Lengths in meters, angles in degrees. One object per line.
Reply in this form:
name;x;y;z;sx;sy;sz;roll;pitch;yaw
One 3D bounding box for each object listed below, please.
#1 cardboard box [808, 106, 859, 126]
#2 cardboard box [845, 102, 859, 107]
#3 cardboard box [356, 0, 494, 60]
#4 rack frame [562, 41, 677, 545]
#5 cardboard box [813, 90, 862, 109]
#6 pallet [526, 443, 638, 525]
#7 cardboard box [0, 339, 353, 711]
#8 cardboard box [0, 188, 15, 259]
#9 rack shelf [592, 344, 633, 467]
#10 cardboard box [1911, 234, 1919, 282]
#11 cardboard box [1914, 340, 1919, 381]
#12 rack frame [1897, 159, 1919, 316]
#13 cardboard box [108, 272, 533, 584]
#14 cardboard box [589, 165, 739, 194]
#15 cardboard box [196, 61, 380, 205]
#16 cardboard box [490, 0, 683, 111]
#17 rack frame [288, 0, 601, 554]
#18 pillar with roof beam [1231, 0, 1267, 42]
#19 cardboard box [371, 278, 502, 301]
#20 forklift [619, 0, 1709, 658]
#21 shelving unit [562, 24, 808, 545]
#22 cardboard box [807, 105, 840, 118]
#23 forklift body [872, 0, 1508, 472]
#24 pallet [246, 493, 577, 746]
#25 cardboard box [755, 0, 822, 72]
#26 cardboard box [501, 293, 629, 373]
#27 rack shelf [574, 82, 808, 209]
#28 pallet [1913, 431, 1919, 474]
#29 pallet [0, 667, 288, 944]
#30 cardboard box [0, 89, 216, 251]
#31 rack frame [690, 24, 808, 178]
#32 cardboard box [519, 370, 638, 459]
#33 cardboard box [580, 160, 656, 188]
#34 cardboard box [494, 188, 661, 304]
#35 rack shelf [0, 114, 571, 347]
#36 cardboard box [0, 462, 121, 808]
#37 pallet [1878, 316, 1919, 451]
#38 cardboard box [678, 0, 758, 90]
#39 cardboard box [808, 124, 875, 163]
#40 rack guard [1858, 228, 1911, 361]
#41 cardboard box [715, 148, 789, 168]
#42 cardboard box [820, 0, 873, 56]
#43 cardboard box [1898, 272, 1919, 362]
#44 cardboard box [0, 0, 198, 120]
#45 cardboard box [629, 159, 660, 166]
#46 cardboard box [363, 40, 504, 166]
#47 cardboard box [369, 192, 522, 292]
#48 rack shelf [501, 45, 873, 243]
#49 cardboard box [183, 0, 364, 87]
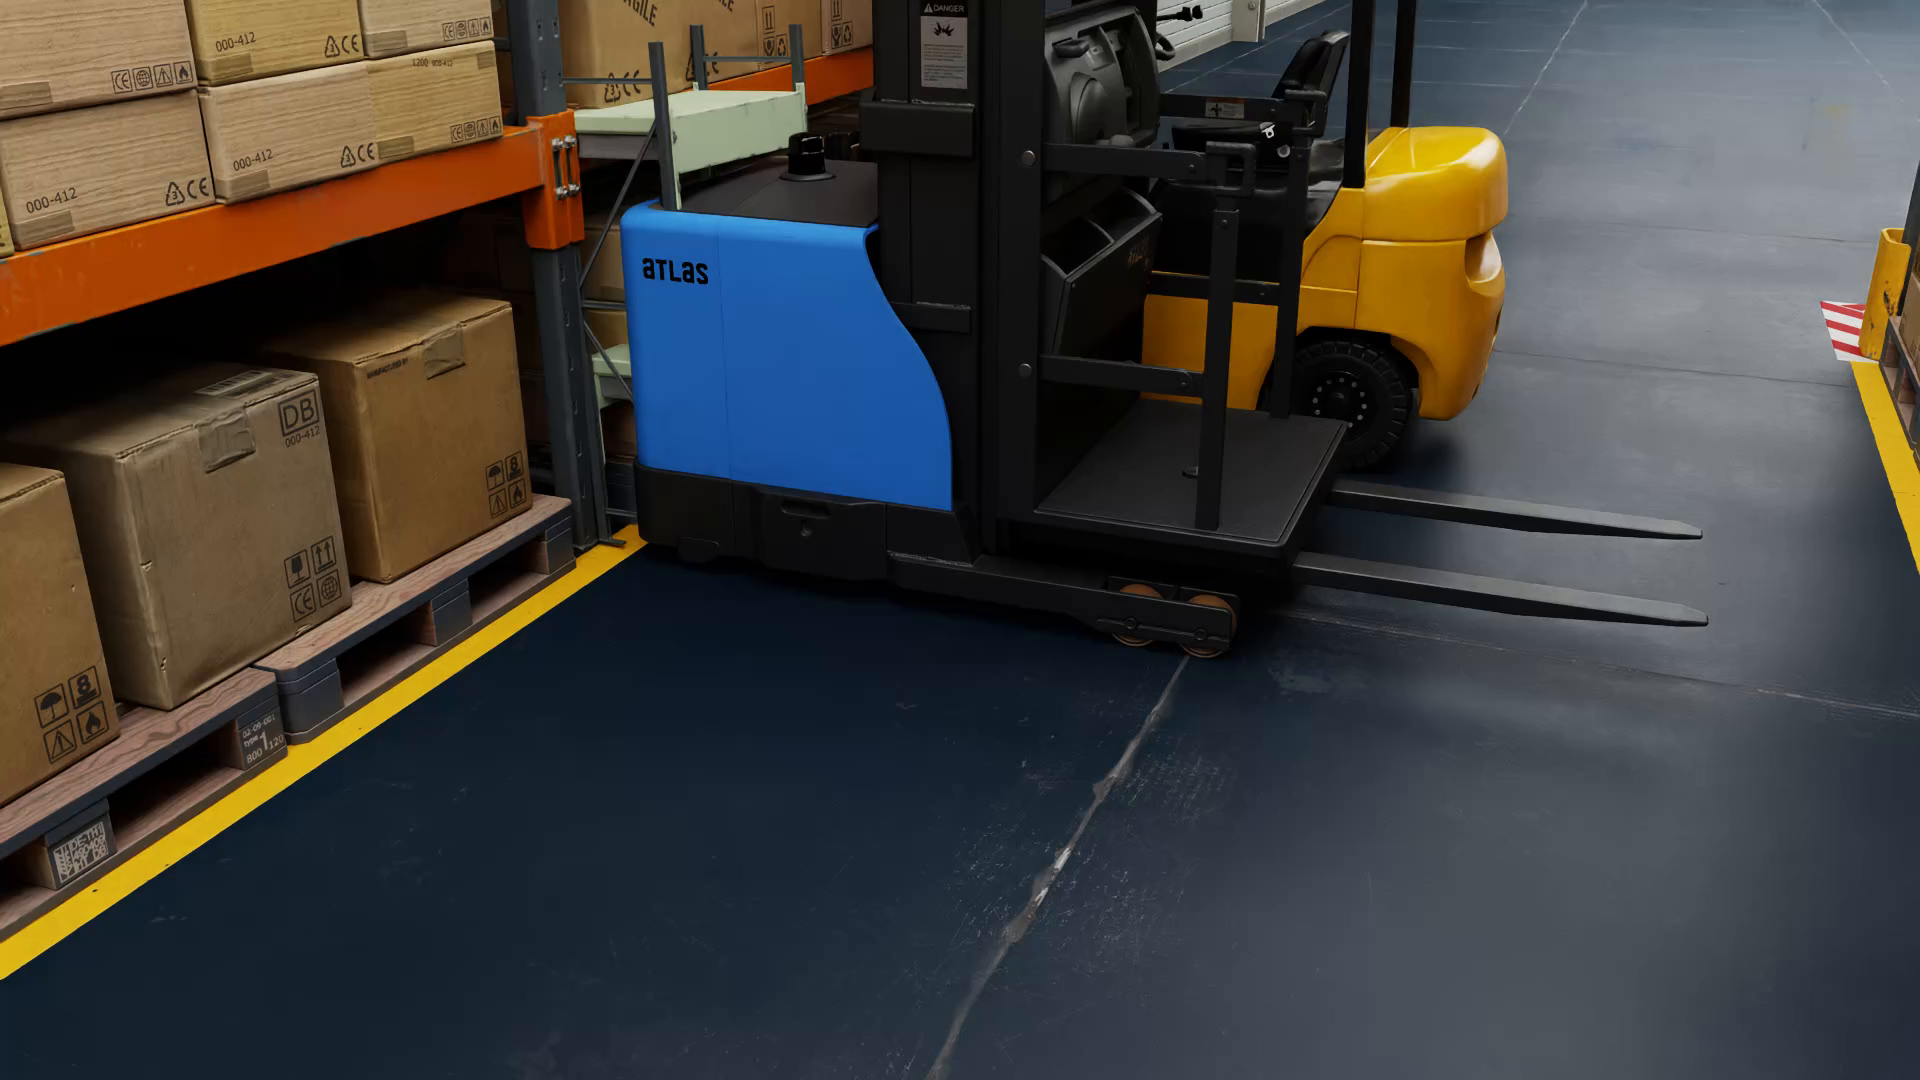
cardboard box;-0.364;-1.679;7.102;0.500;0.250;0.500;9;24;21
cardboard box;-0.185;-1.861;7.538;0.500;0.250;0.500;9;24;21
cardboard box;-1.551;-1.385;4.220;0.500;0.250;0.500;8;24;19
rack frame;-0.968;-0.676;4.865;0.400;1.500;0.023;8;22;25
cardboard box;-0.656;-1.929;7.702;0.500;0.250;0.500;9;24;20
pallet;-1.271;-0.428;6.000;1.003;0.211;1.213;9;24;20
cardboard box;-2.084;-0.069;4.059;0.875;0.625;0.625;9;24;20
cardboard box;-2.129;-0.609;3.011;0.500;0.250;0.500;10;25;22
rack shelf;-0.798;-0.490;5.284;0.431;0.370;0.720;8;22;25
cardboard box;3.925;-1.171;6.212;0.500;0.500;0.500;8;24;18
cardboard box;3.737;-0.652;5.942;0.500;0.250;0.500;10;25;22
rack frame;4.490;-2.158;6.524;1.000;3.000;0.127;9;24;20
cardboard box;-1.789;-0.345;4.721;0.875;0.625;0.625;10;25;22
cardboard box;-0.935;-1.132;5.793;0.500;0.250;0.500;9;24;20
cardboard box;-1.731;-0.968;3.870;0.500;0.250;0.500;9;24;20
cardboard box;-1.198;-1.603;5.067;0.500;0.500;0.500;8;24;19
rack frame;-1.606;-1.436;4.795;1.000;3.000;0.127;9;24;20
pillar with roof beam;7.239;-9.193;15.584;9.100;9.000;0.400;9;24;20
cardboard box;-1.615;-0.795;5.635;0.500;0.250;0.500;8;24;19
forklift;0.582;-1.266;4.477;3.031;2.935;1.130;8;24;19
shelving unit;-0.809;-0.795;5.171;0.431;1.500;0.755;8;22;25
cardboard box;-0.852;-1.752;7.278;0.500;0.250;0.500;9;24;20
forklift body;0.870;-1.536;6.136;2.313;2.155;1.214;9;24;20
pallet;-1.843;0.120;4.688;1.003;0.211;1.213;9;24;20
cardboard box;-0.833;-1.973;5.953;0.500;0.500;0.500;9;24;20
cardboard box;-1.139;-0.720;5.457;0.500;0.250;0.500;9;24;20
rack shelf;-0.822;-1.161;5.036;0.431;0.370;0.720;8;22;25
pallet;3.673;-0.123;5.271;1.003;0.211;1.213;9;24;20
pallet;-2.295;0.558;3.640;1.003;0.211;1.213;9;24;20
cardboard box;-1.944;-0.795;3.455;0.500;0.250;0.500;9;24;20
rack frame;-0.649;-0.915;5.478;0.400;1.500;0.023;8;22;25
cardboard box;-1.118;-0.486;5.545;0.500;0.250;0.500;9;24;21
cardboard box;-1.428;-1.209;5.979;0.500;0.250;0.500;8;24;19
cardboard box;-1.135;-0.950;5.359;0.500;0.250;0.500;8;24;19
rack shelf;-2.348;-0.388;3.221;1.077;0.370;4.000;9;24;20
cardboard box;-2.362;0.200;3.414;0.875;0.625;0.625;8;24;18
pallet;4.127;-0.558;6.313;1.003;0.211;1.213;9;24;20
cardboard box;-1.020;-1.792;5.519;0.500;0.500;0.500;9;24;21
cardboard box;-0.559;-1.498;6.671;0.500;0.250;0.500;8;24;19
rack guard;4.462;-0.977;6.941;1.175;0.500;0.348;9;24;20
cardboard box;-0.761;-1.312;6.223;0.500;0.250;0.500;10;25;22
cardboard box;-0.627;-2.150;6.377;0.500;0.500;0.500;9;24;20
cardboard box;3.934;-0.834;6.377;0.500;0.250;0.500;9;24;20
cardboard box;-1.930;-1.018;3.341;0.500;0.250;0.500;9;24;21
cardboard box;-1.228;-1.388;6.408;0.500;0.250;0.500;9;24;20
cardboard box;-1.550;-1.149;4.303;0.500;0.250;0.500;9;24;21
cardboard box;-1.602;-1.026;5.540;0.500;0.250;0.500;9;24;21
rack shelf;-0.863;-1.819;6.648;1.077;0.370;4.000;9;24;20
cardboard box;-1.735;-1.200;3.776;0.500;0.250;0.500;8;24;19
